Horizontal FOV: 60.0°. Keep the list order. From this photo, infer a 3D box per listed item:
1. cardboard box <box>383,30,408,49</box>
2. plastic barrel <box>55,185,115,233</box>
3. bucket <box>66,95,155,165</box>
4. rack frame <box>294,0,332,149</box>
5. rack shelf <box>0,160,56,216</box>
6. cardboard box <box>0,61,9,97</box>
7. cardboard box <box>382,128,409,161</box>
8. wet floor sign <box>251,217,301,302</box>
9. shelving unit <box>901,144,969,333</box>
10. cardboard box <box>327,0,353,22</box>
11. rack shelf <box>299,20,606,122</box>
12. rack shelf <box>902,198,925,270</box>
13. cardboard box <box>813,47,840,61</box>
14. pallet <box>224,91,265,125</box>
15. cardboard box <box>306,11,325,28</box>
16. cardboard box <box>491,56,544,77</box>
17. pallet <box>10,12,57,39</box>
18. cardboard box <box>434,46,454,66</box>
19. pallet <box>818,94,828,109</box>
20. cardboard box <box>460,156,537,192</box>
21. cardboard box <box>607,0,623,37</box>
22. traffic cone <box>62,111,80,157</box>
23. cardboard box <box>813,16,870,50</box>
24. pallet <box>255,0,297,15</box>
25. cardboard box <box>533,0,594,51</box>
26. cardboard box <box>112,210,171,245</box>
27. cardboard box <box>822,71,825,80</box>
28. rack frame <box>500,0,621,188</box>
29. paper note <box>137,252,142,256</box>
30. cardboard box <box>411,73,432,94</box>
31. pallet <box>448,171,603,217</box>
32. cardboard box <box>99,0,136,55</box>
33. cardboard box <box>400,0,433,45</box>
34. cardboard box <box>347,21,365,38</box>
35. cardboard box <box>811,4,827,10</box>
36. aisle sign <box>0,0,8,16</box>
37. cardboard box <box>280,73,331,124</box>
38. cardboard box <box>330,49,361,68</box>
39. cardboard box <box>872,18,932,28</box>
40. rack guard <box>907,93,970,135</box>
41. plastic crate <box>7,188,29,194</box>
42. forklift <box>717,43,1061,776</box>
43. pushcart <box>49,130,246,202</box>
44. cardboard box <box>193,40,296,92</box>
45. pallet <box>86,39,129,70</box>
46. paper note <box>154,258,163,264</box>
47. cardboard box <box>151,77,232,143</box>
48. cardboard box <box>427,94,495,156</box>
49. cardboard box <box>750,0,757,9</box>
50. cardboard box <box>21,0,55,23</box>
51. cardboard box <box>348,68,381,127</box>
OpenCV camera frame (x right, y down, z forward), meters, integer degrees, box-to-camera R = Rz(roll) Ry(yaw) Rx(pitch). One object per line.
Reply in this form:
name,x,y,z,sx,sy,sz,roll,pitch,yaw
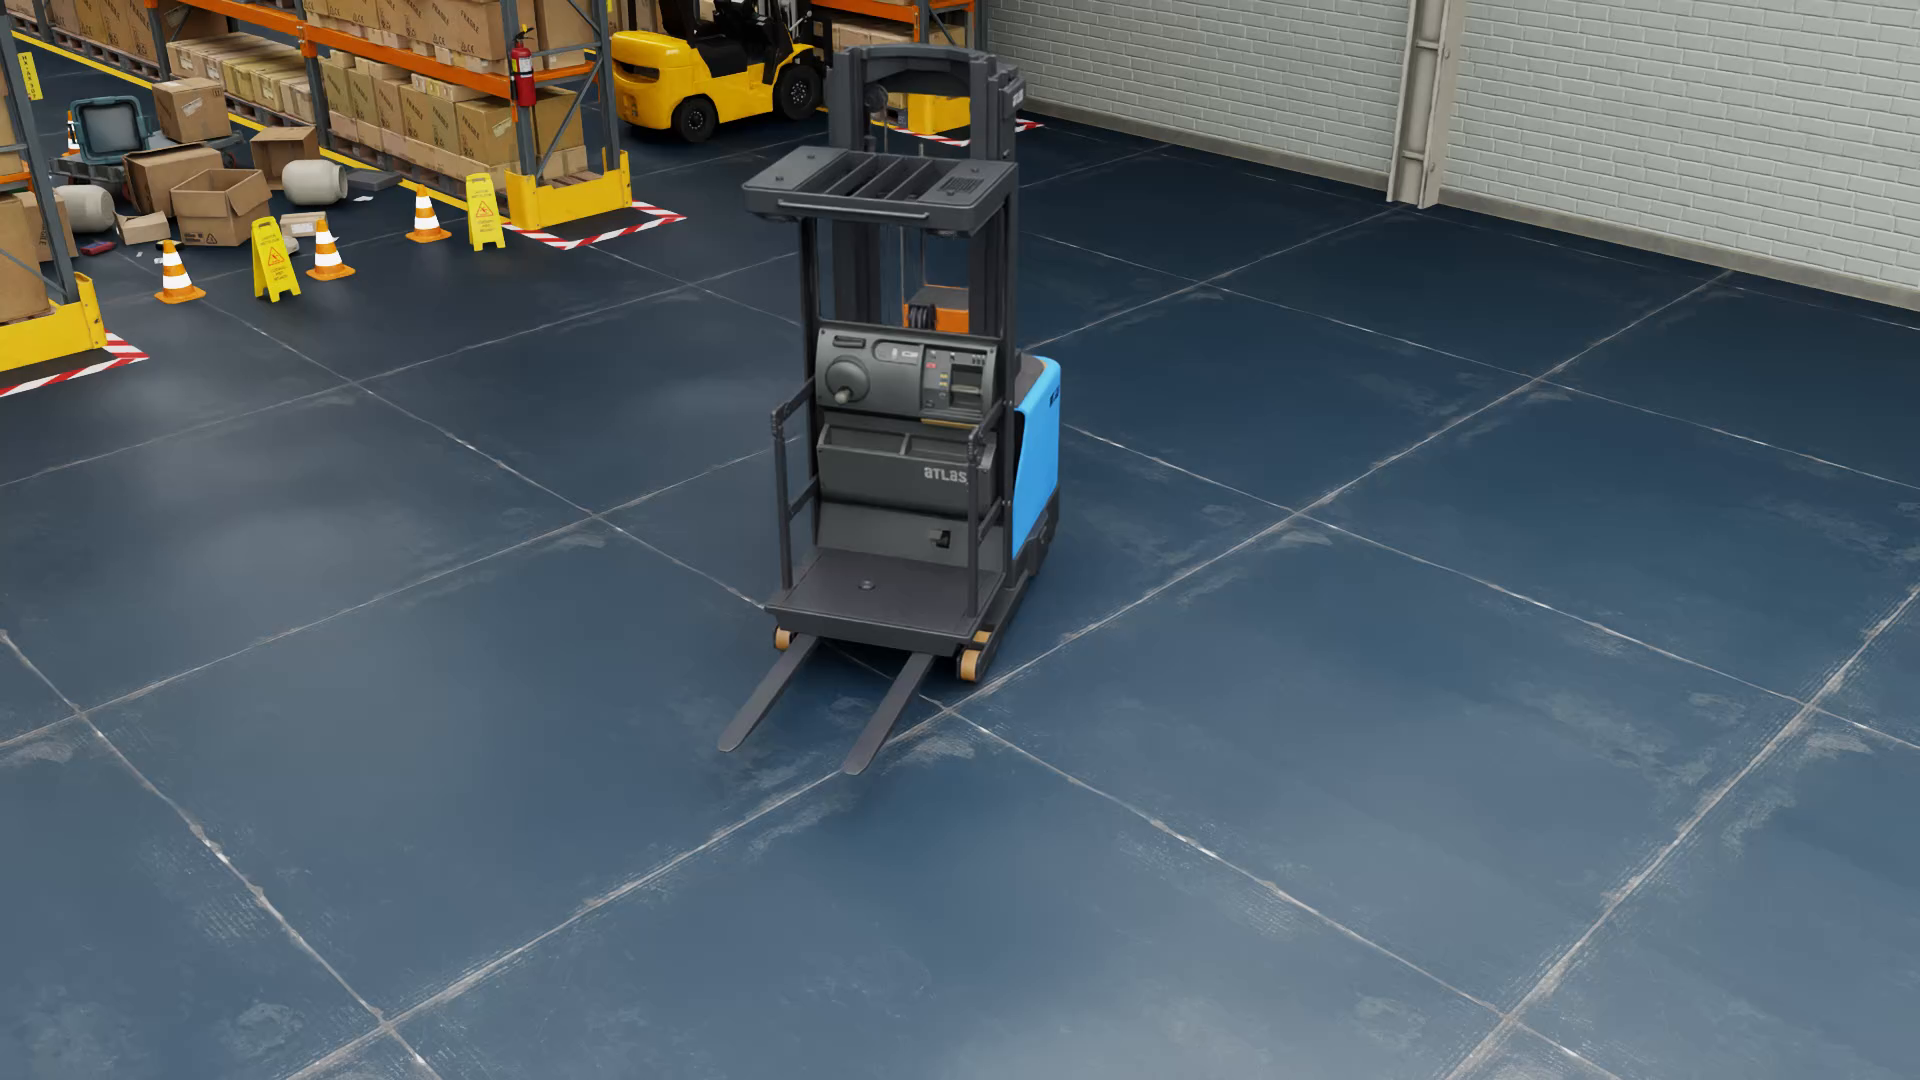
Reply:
cardboard box,-5.310,-4.839,16.000,0.250,0.149,0.380,24,36,38
plastic barrel,-7.929,-2.976,14.955,0.512,0.421,0.421,-3,28,-5
bucket,-8.100,-3.922,15.870,0.726,0.611,0.620,-13,20,-22
rack frame,-6.415,-5.653,17.278,0.127,3.000,1.000,25,36,38
rack shelf,-8.387,-3.006,13.018,4.000,0.370,1.077,25,36,38
cardboard box,-7.199,-3.350,11.577,0.550,0.550,0.875,25,36,38
cardboard box,-5.415,-3.997,16.632,0.500,0.250,0.500,24,36,38
wet floor sign,-5.552,-2.278,13.389,0.232,0.644,0.267,18,33,30
shelving unit,-0.040,-1.230,9.832,0.503,2.100,0.431,8,29,14
cardboard box,-5.922,-5.437,16.440,0.500,0.500,0.500,24,36,38
rack shelf,-4.989,-4.682,16.204,4.000,0.370,1.077,25,36,38
rack shelf,-0.039,-1.837,9.512,0.480,0.518,0.431,8,29,14
cardboard box,-1.385,-5.570,19.087,0.500,0.250,0.500,24,36,37
pallet,-7.845,-5.071,19.166,1.213,0.211,1.003,25,36,38
cardboard box,-6.415,-5.333,16.939,0.250,0.149,0.380,24,36,38
cardboard box,-3.979,-4.288,14.951,0.380,0.149,0.250,-24,36,-38
pallet,-12.607,-7.303,23.413,1.213,0.211,1.003,25,36,38
cardboard box,-4.610,-4.498,15.352,0.380,0.149,0.250,-25,36,-38
pallet,-1.526,-5.396,19.785,1.213,0.211,1.003,25,36,38
cardboard box,-4.345,-3.499,15.685,0.500,0.250,0.500,24,36,38
cardboard box,-4.403,-7.103,22.136,0.625,0.625,0.875,23,35,36
traffic cone,-9.189,-4.233,17.303,0.334,0.463,0.336,25,36,38
cardboard box,-1.368,-5.781,18.949,0.500,0.250,0.500,-25,37,-39
pallet,-6.858,-5.866,17.889,1.213,0.211,1.003,25,36,38
cardboard box,-3.706,-4.770,15.172,0.500,0.500,0.500,24,36,38
cardboard box,-7.297,-2.818,14.823,0.396,0.266,0.258,-18,33,-31
cardboard box,-1.340,-5.345,19.196,0.500,0.250,0.500,-25,37,-39
rack frame,-3.563,-4.348,14.796,0.127,3.000,1.000,25,36,38
paper note,-7.138,-2.487,14.470,0.032,0.001,0.123,-7,29,-14
cardboard box,-4.990,-4.378,15.853,0.380,0.149,0.250,-23,36,-37
pallet,-4.172,-3.415,16.018,1.213,0.211,1.003,25,36,38
cardboard box,-10.335,-6.749,21.194,0.875,0.875,0.875,-25,37,-39
cardboard box,-4.851,-4.939,15.493,0.500,0.500,0.500,24,36,38
cardboard box,-5.836,-5.099,16.493,0.380,0.149,0.250,-24,36,-38
cardboard box,-1.728,-6.287,19.912,0.500,0.250,0.500,25,37,39
aisle sign,-6.700,-3.899,11.149,0.004,0.787,0.394,25,36,38
cardboard box,-6.791,-4.846,18.116,0.950,0.372,0.625,-25,37,-39
cardboard box,-6.137,-4.898,16.843,0.380,0.149,0.250,-25,36,-38
cardboard box,-0.654,-5.789,18.966,0.500,0.250,0.500,25,36,38
rack guard,-0.068,-4.882,18.498,0.348,0.500,1.175,25,36,38
plastic crate,-8.771,-3.136,15.451,0.450,0.188,0.662,-16,30,-9
forklift,-0.334,-0.786,8.096,1.130,2.935,3.031,8,29,15
pushcart,-7.978,-3.720,16.418,0.936,0.377,1.648,12,30,22
cardboard box,-8.340,-5.555,19.464,0.625,0.372,0.950,24,36,37
pallet,-10.642,-6.404,21.703,1.213,0.211,1.003,25,36,38
paper note,-6.859,-2.419,14.319,0.144,0.017,0.142,-13,30,-22
cardboard box,-7.642,-4.281,16.541,0.500,0.500,0.500,25,36,38
cardboard box,-4.691,-3.993,15.818,0.500,0.500,0.500,-24,36,-37
cardboard box,-2.455,-6.281,19.901,0.500,0.250,0.500,25,36,38
cardboard box,-12.492,-7.556,23.198,0.875,0.438,0.875,24,36,38
cardboard box,-5.794,-4.501,16.784,0.500,0.500,0.500,-24,36,-37
